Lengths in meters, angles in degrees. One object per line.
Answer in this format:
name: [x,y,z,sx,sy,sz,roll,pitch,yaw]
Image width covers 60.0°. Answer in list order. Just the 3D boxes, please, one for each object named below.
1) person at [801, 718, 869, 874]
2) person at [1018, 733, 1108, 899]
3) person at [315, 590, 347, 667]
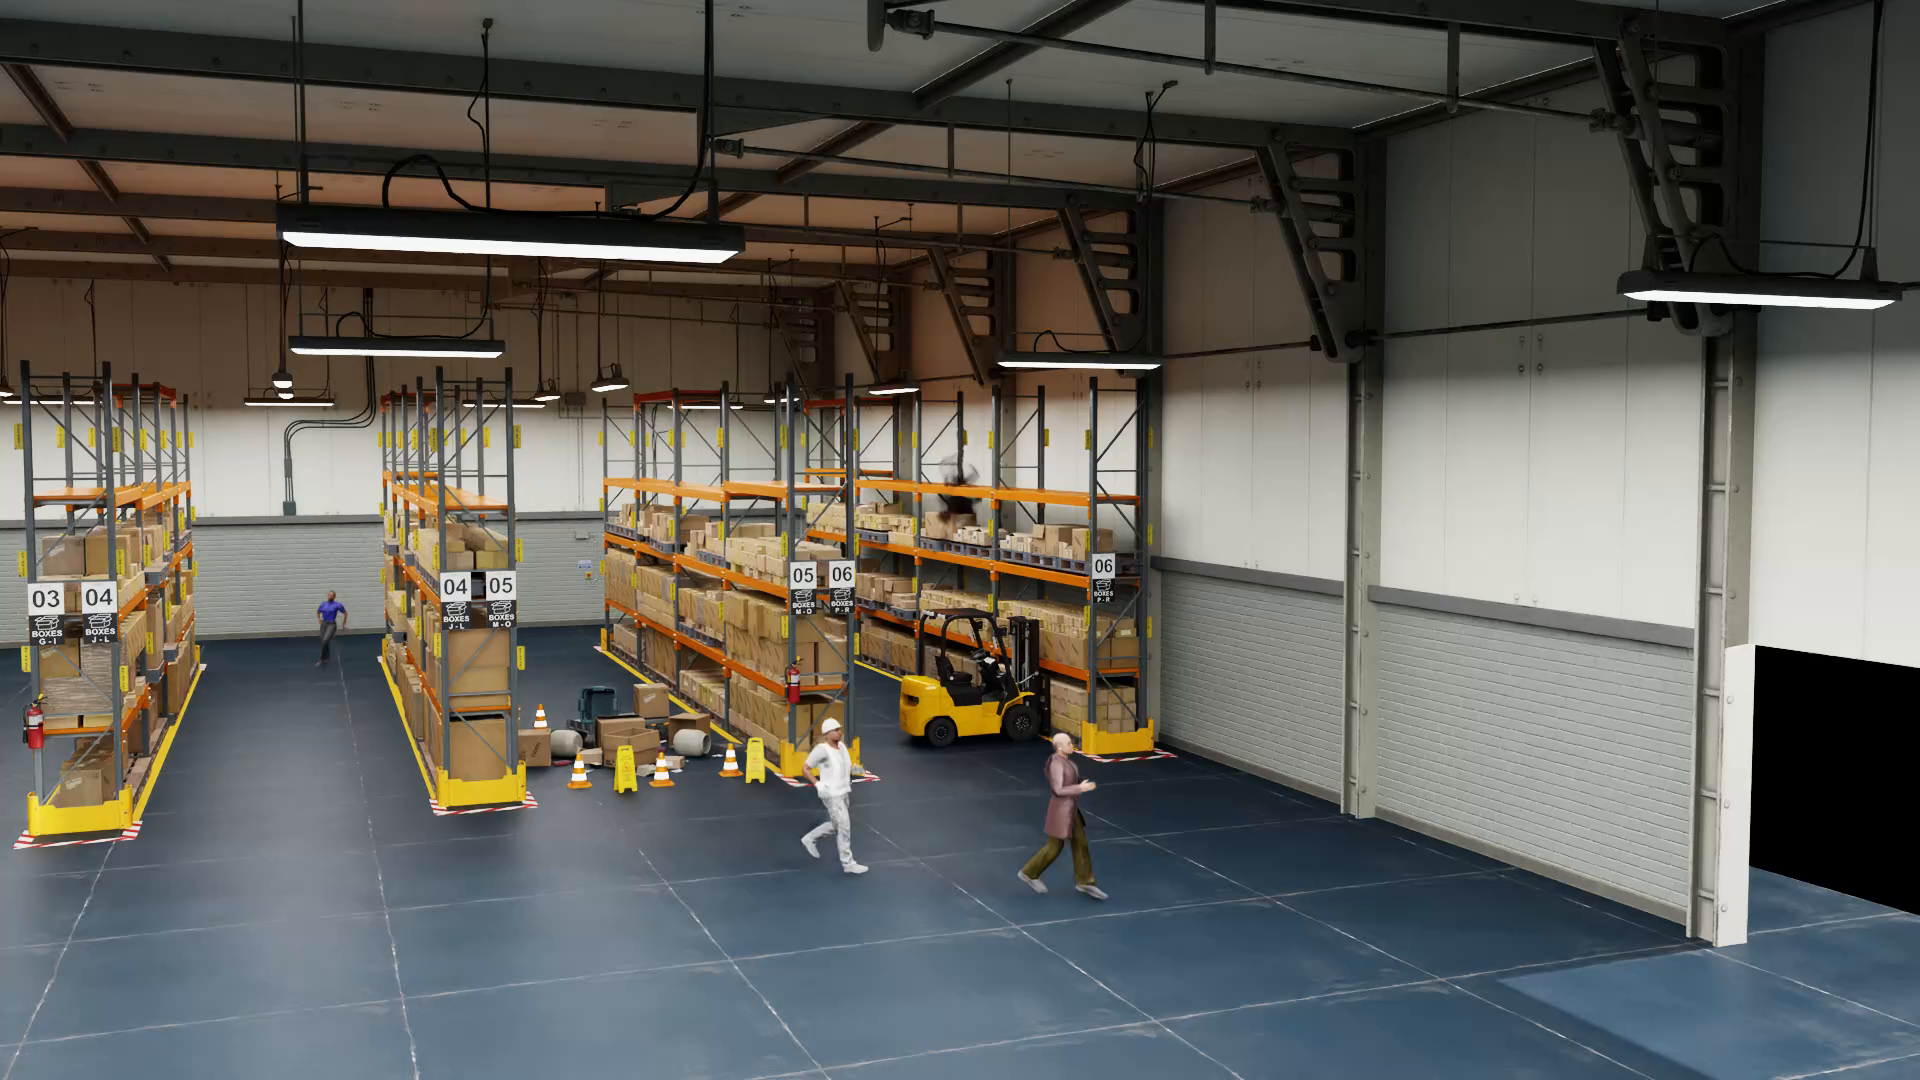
person: [-1.472,2.949,19.289,0.955,1.764,0.696,2,4,25]
person: [1.113,3.000,18.107,0.985,1.808,0.701,1,4,19]
person: [-14.018,1.953,36.959,0.627,1.665,0.775,0,3,8]
